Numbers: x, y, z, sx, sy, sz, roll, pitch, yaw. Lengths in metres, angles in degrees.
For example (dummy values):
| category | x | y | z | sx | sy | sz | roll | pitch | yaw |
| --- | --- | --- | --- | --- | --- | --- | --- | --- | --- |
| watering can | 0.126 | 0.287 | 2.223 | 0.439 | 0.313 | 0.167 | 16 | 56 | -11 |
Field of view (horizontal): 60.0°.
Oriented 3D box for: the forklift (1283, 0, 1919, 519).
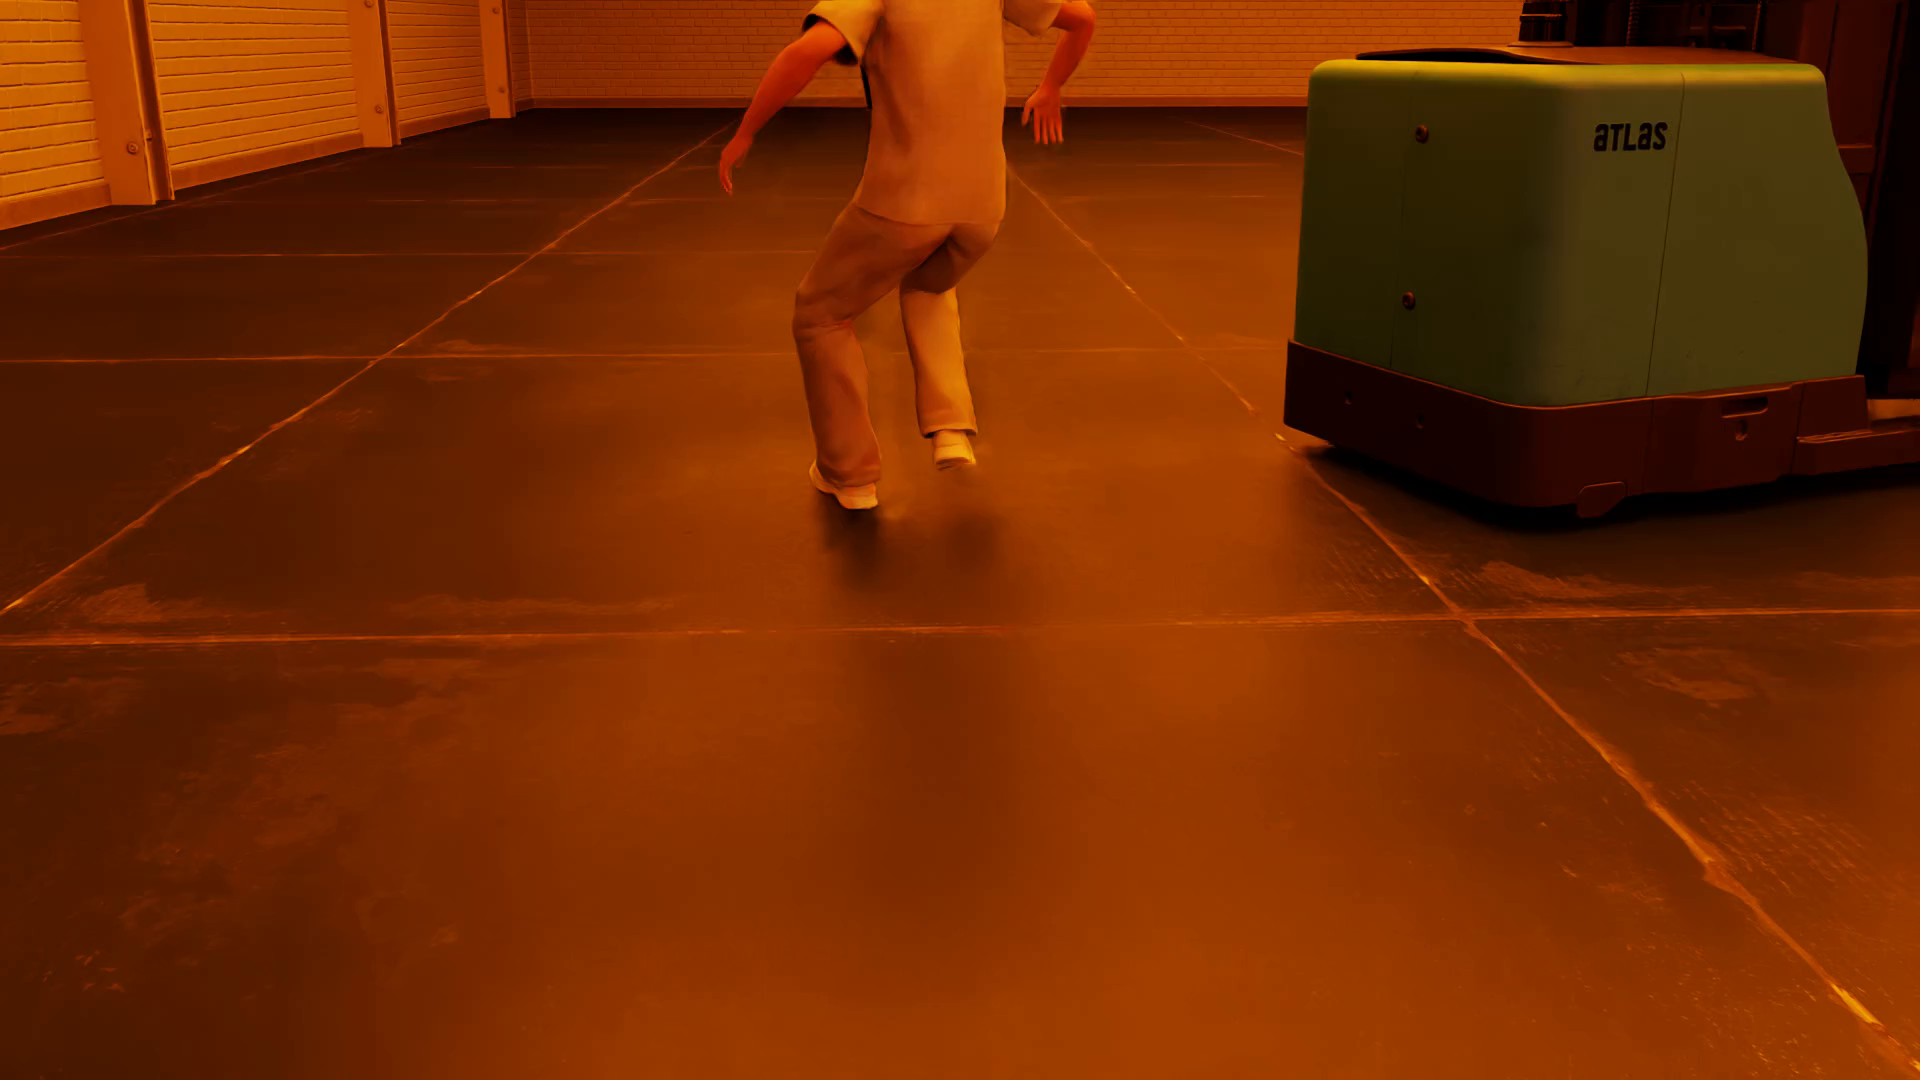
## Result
| category | x | y | z | sx | sy | sz | roll | pitch | yaw |
| --- | --- | --- | --- | --- | --- | --- | --- | --- | --- |
| forklift | 2.494 | -1.713 | 4.506 | 3.031 | 2.935 | 1.130 | -7 | 18 | -22 |

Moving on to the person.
| category | x | y | z | sx | sy | sz | roll | pitch | yaw |
| --- | --- | --- | --- | --- | --- | --- | --- | --- | --- |
| person | -0.170 | -0.818 | 3.926 | 0.902 | 1.564 | 0.681 | -9 | 19 | -26 |
